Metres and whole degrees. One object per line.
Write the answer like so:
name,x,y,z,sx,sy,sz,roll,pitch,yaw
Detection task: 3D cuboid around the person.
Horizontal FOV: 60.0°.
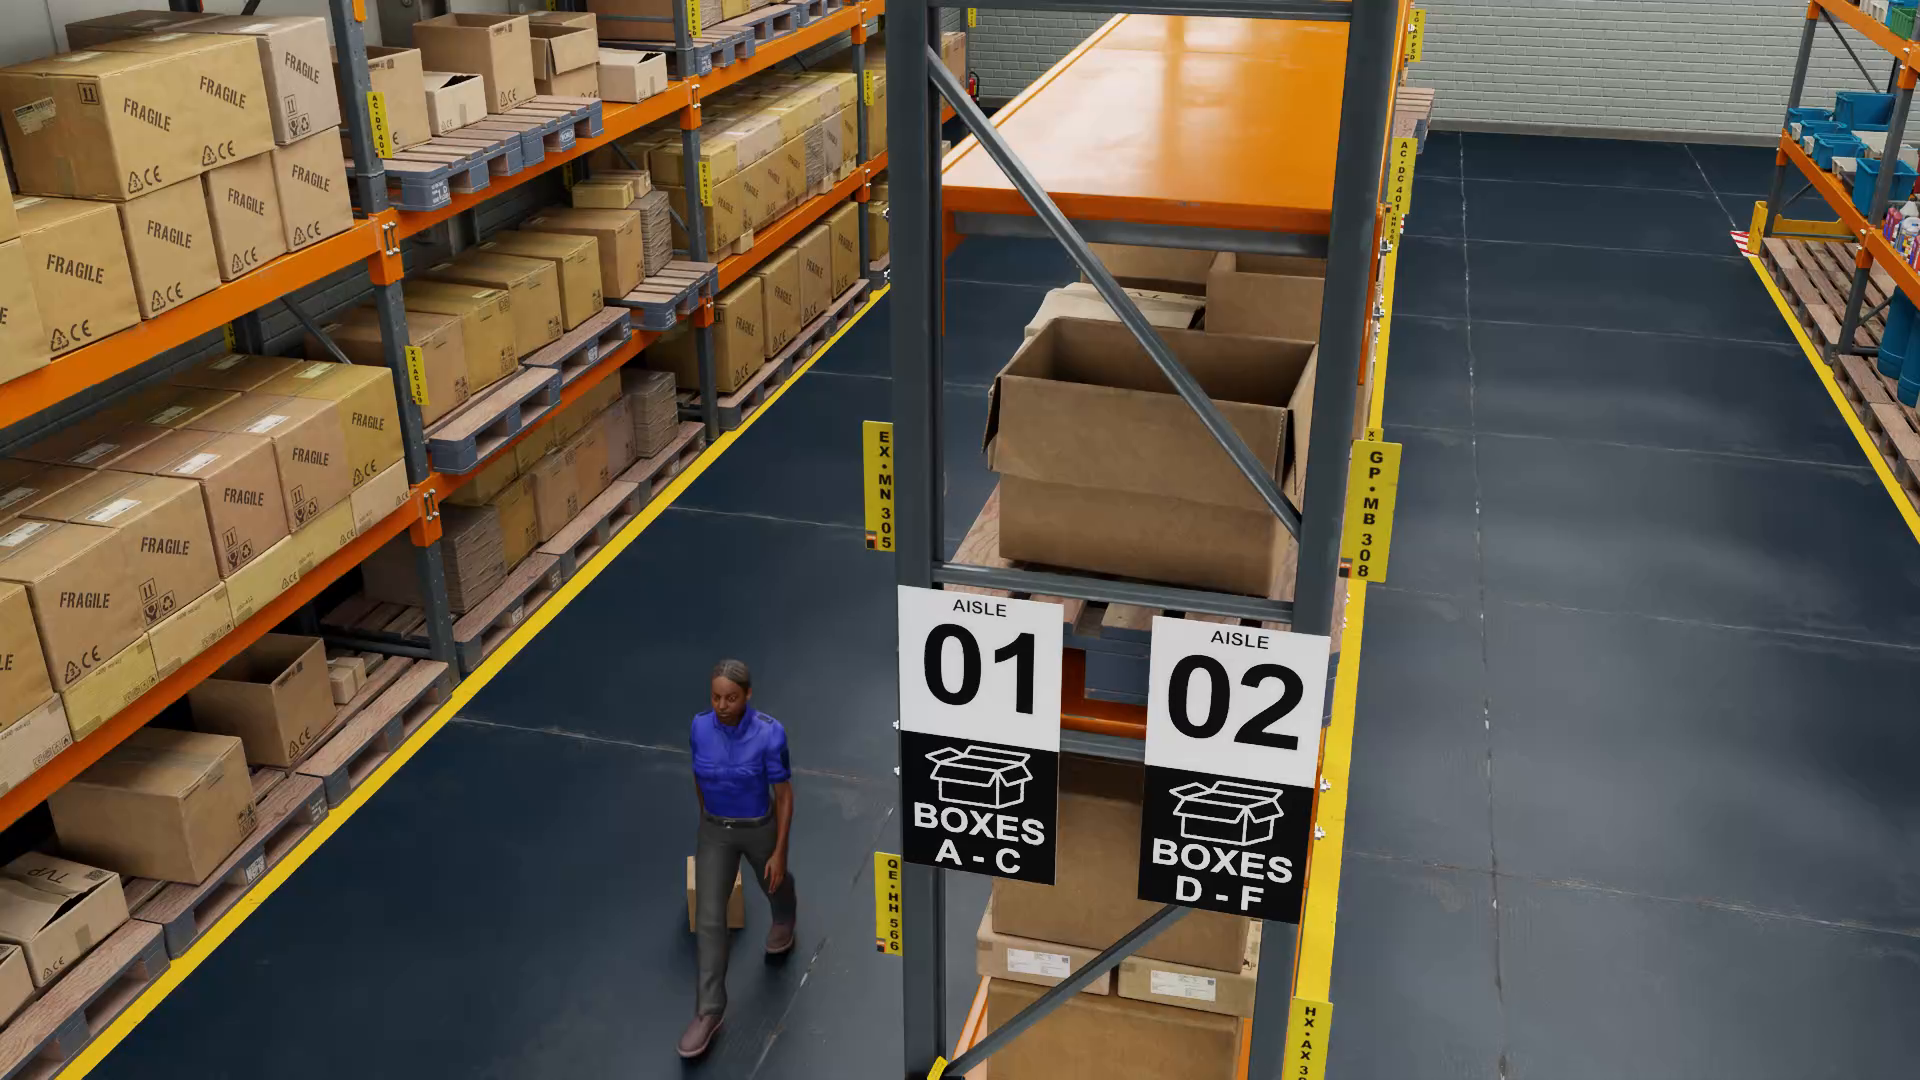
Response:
person,-0.920,1.247,6.969,0.466,1.591,1.005,3,26,7
